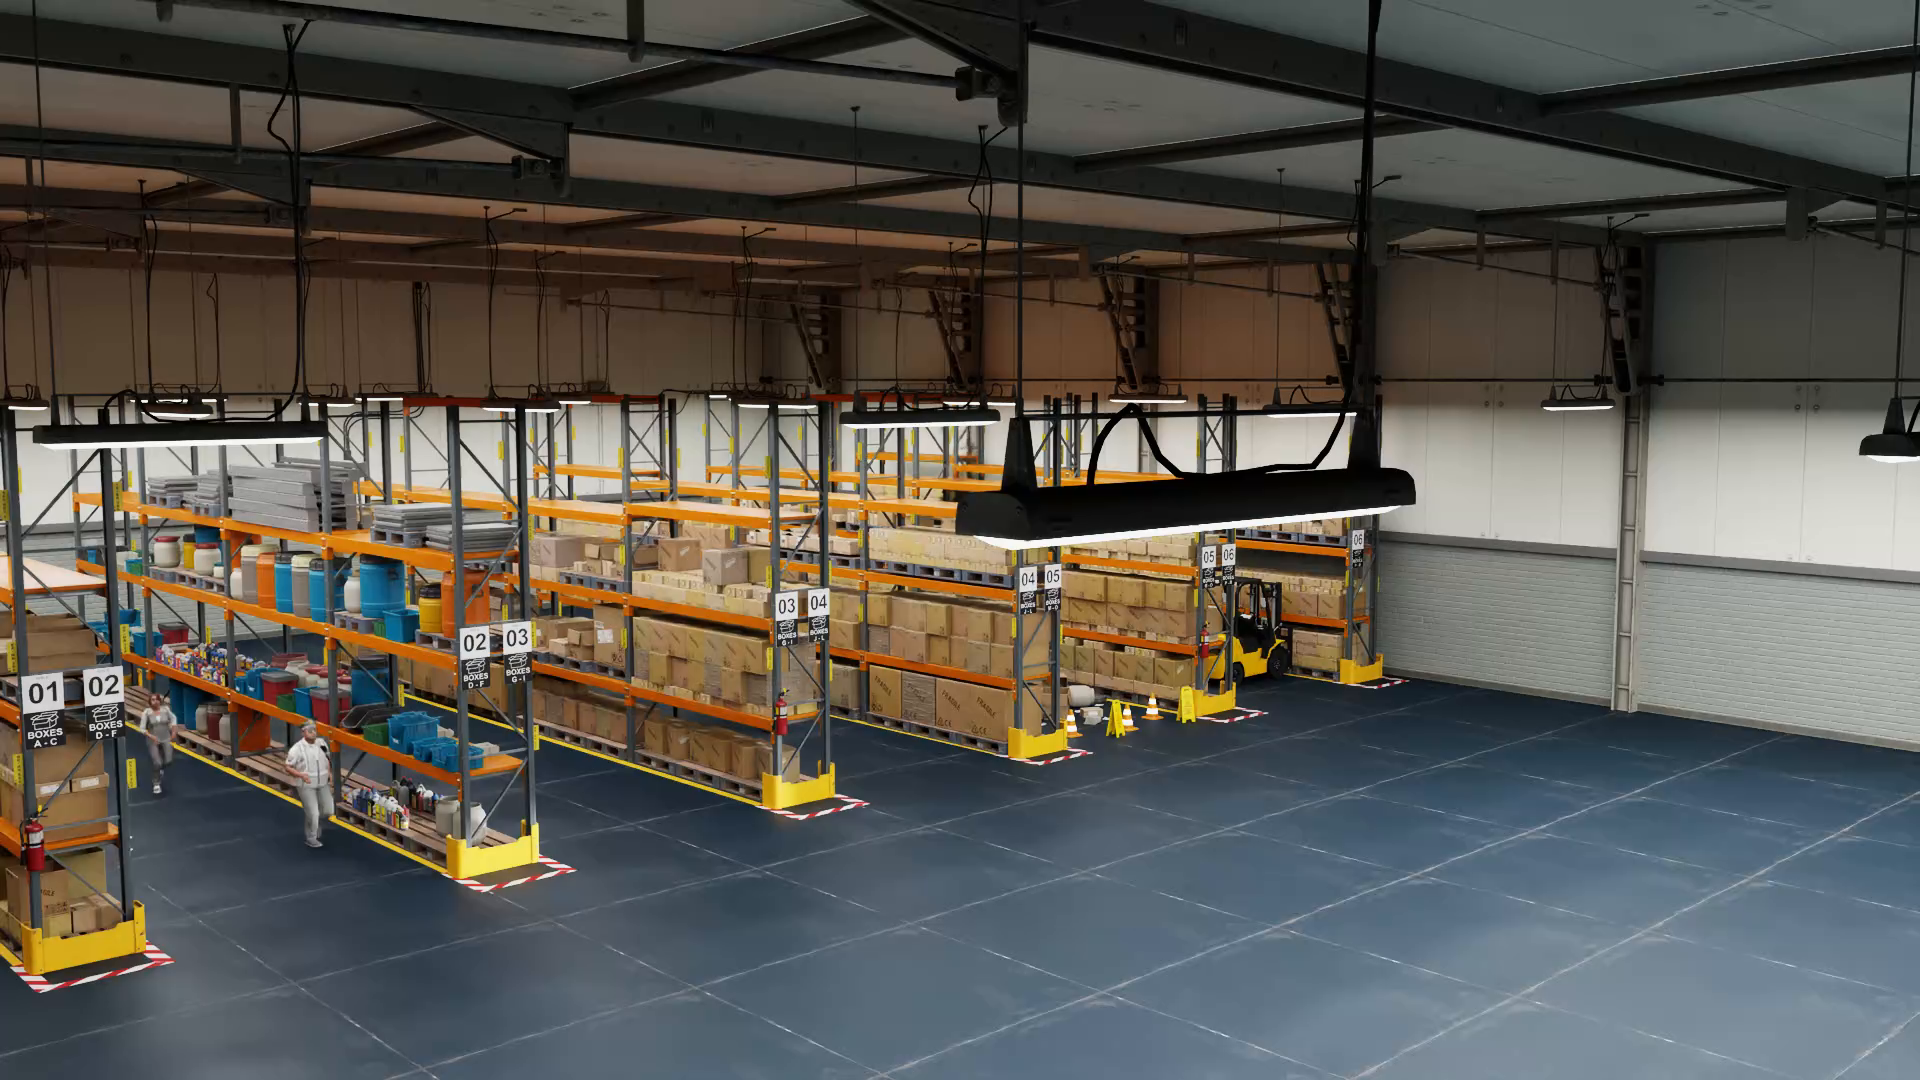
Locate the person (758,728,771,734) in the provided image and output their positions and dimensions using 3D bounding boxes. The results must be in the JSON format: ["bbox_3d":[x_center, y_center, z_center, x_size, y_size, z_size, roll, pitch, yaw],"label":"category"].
[{"bbox_3d":[-3.811,2.607,30.026,1.048,1.715,0.638,5,8,43],"label":"person"}]

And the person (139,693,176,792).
[{"bbox_3d":[-12.262,3.104,25.475,0.560,1.558,0.605,-4,7,-36],"label":"person"}]

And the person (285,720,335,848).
[{"bbox_3d":[-8.772,3.287,22.533,0.622,1.733,0.655,5,7,42],"label":"person"}]
